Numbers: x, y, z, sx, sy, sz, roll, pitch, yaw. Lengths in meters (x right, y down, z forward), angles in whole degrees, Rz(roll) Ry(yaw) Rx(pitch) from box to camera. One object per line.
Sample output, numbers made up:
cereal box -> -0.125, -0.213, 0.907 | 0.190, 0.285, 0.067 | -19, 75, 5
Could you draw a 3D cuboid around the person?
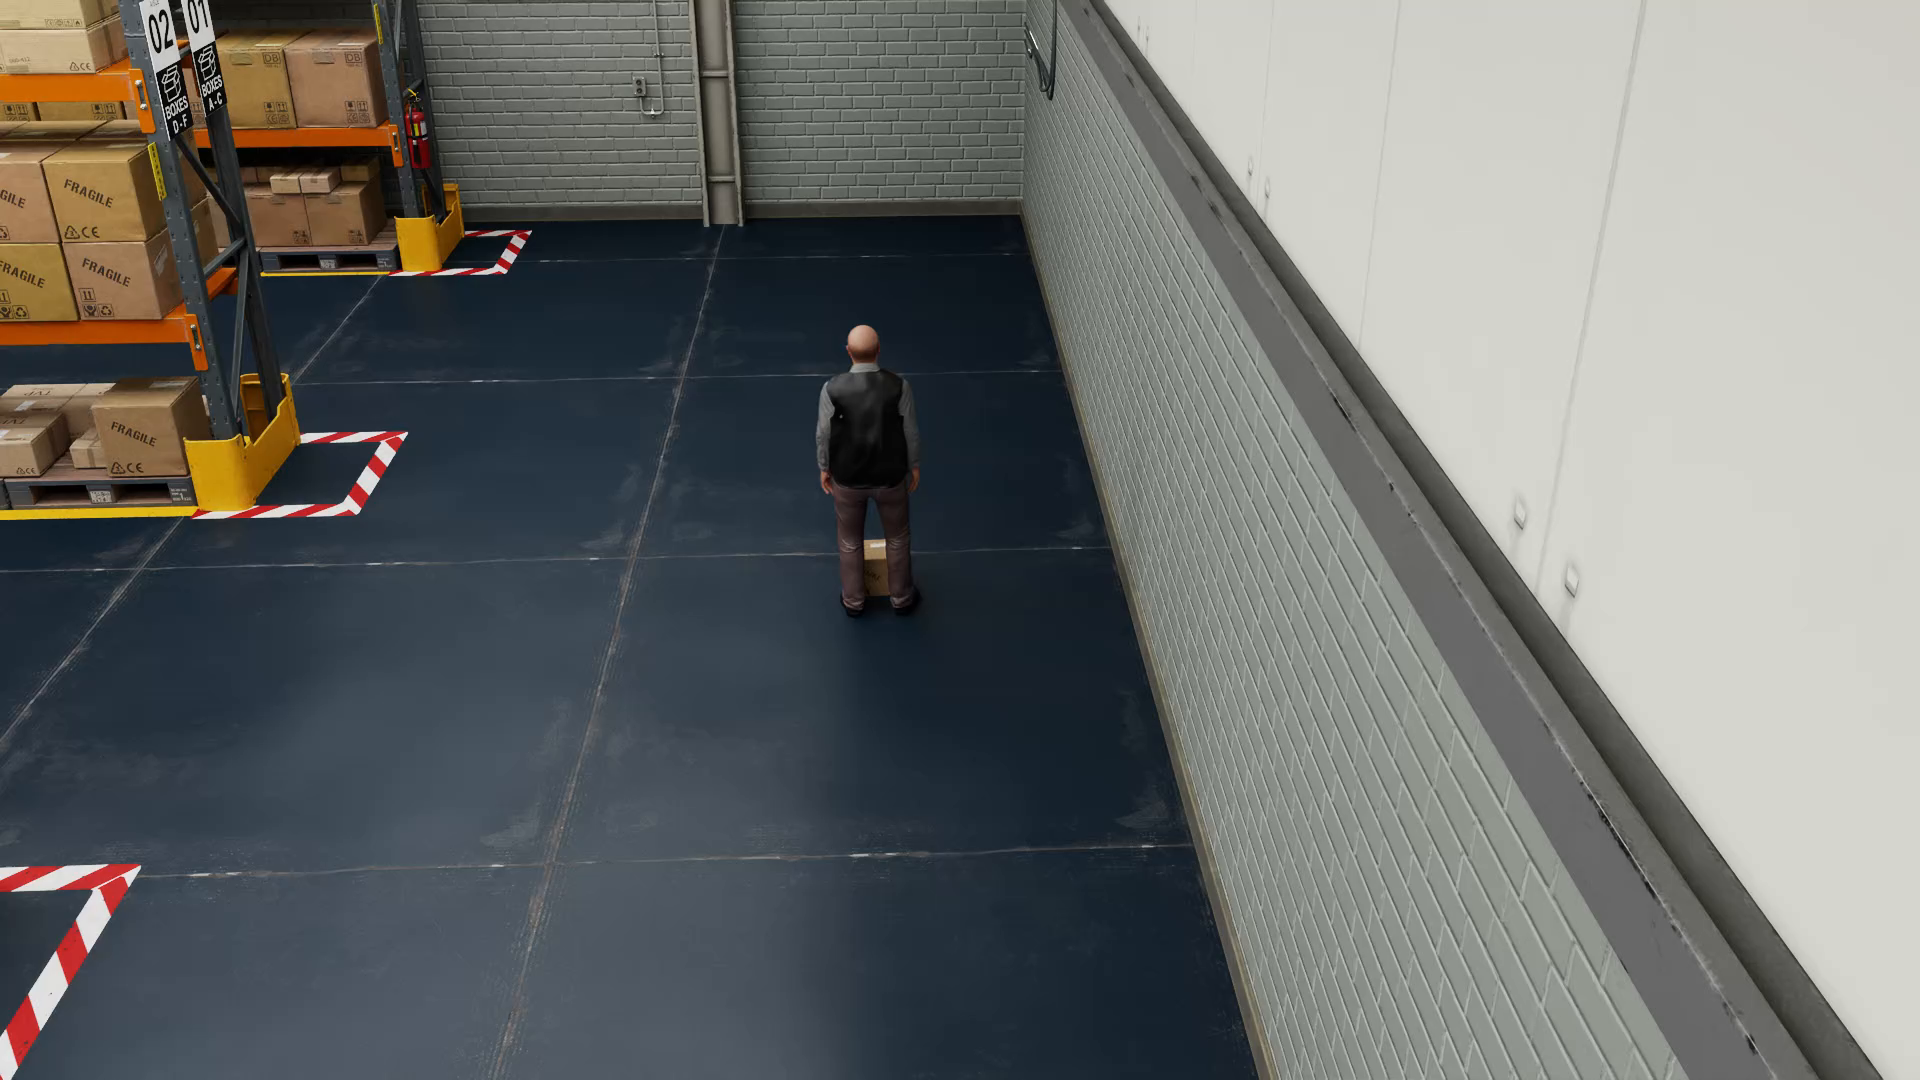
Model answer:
person -> -0.506, -0.359, 9.337 | 0.580, 1.721, 0.416 | -1, 27, -2
